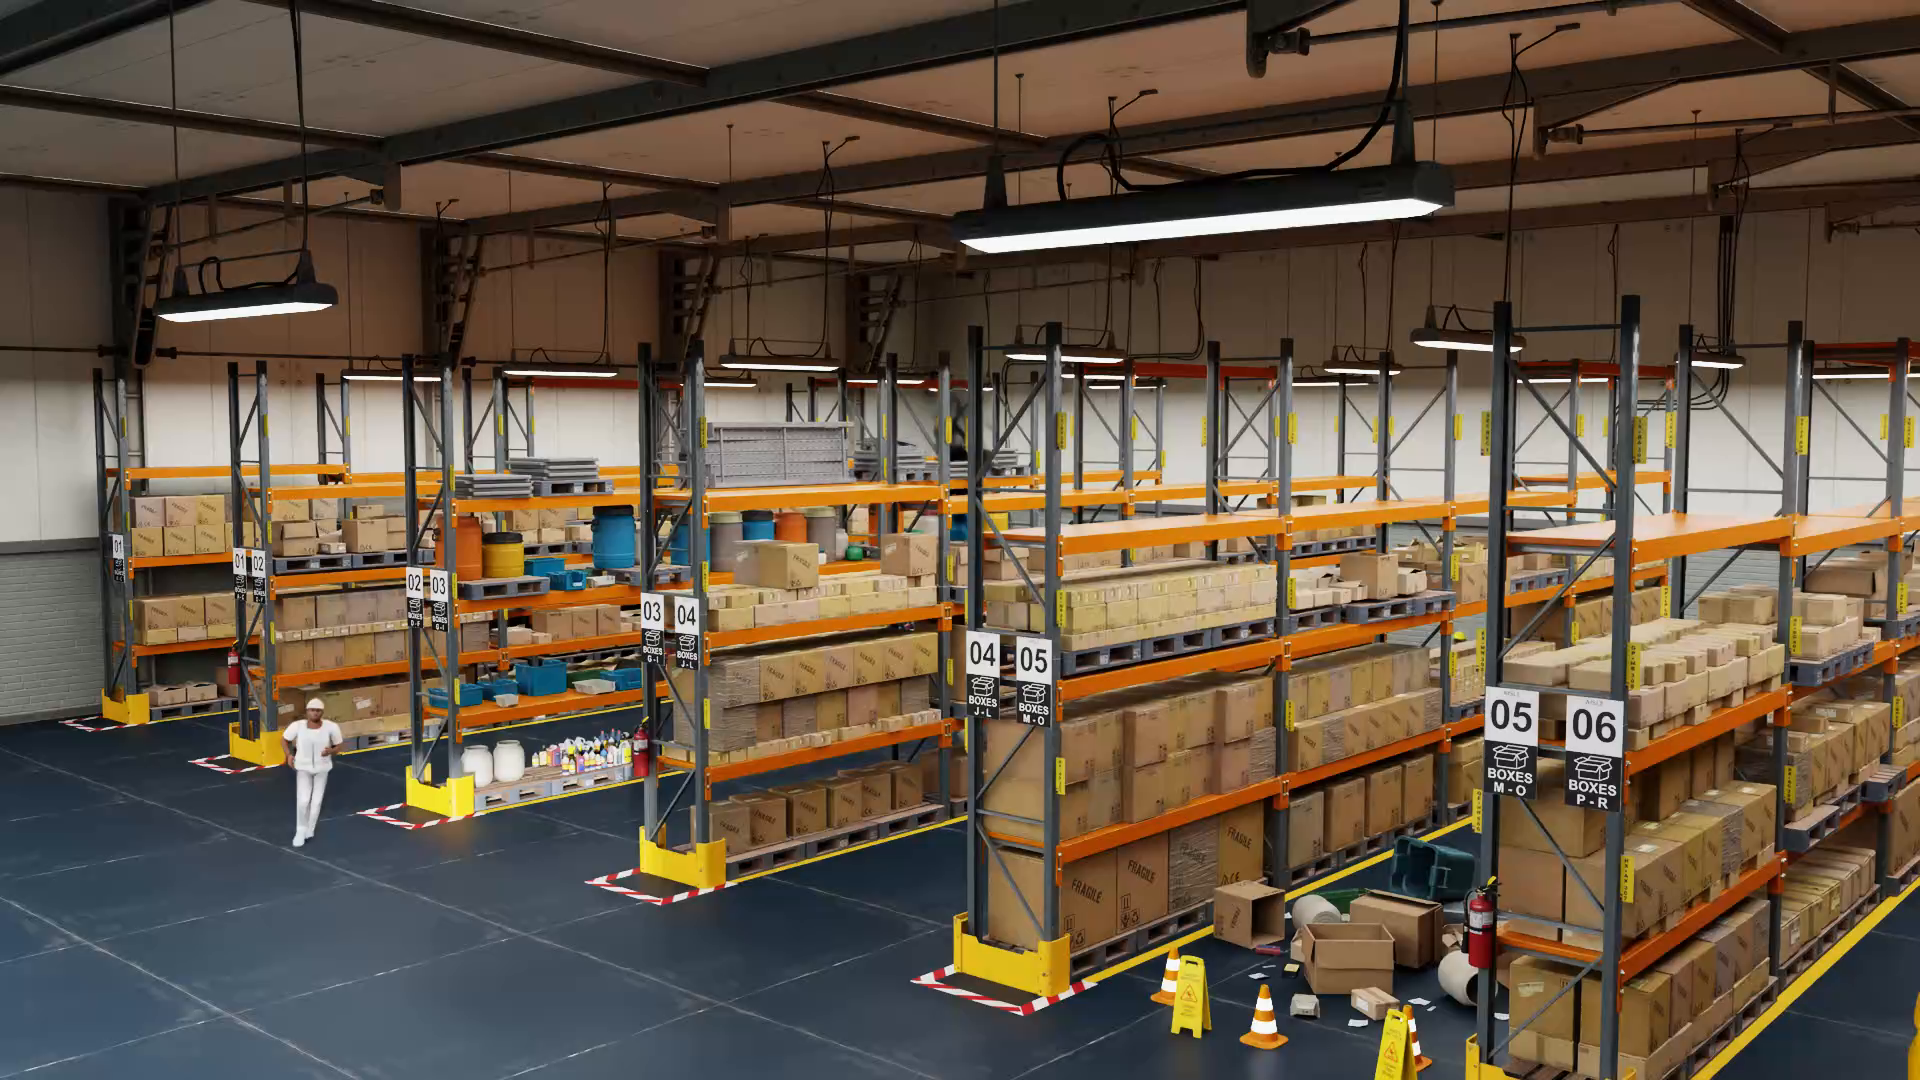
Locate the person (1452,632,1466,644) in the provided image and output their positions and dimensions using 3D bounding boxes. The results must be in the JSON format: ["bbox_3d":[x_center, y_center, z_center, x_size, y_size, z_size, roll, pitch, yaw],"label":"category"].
[{"bbox_3d":[7.841,2.322,26.242,0.695,1.766,0.970,3,5,40],"label":"person"}]

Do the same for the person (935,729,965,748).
[{"bbox_3d":[-0.085,2.488,24.402,0.667,1.843,0.822,3,5,33],"label":"person"}]

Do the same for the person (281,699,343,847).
[{"bbox_3d":[-7.855,2.819,20.212,0.689,1.794,0.649,-2,5,-26],"label":"person"}]
